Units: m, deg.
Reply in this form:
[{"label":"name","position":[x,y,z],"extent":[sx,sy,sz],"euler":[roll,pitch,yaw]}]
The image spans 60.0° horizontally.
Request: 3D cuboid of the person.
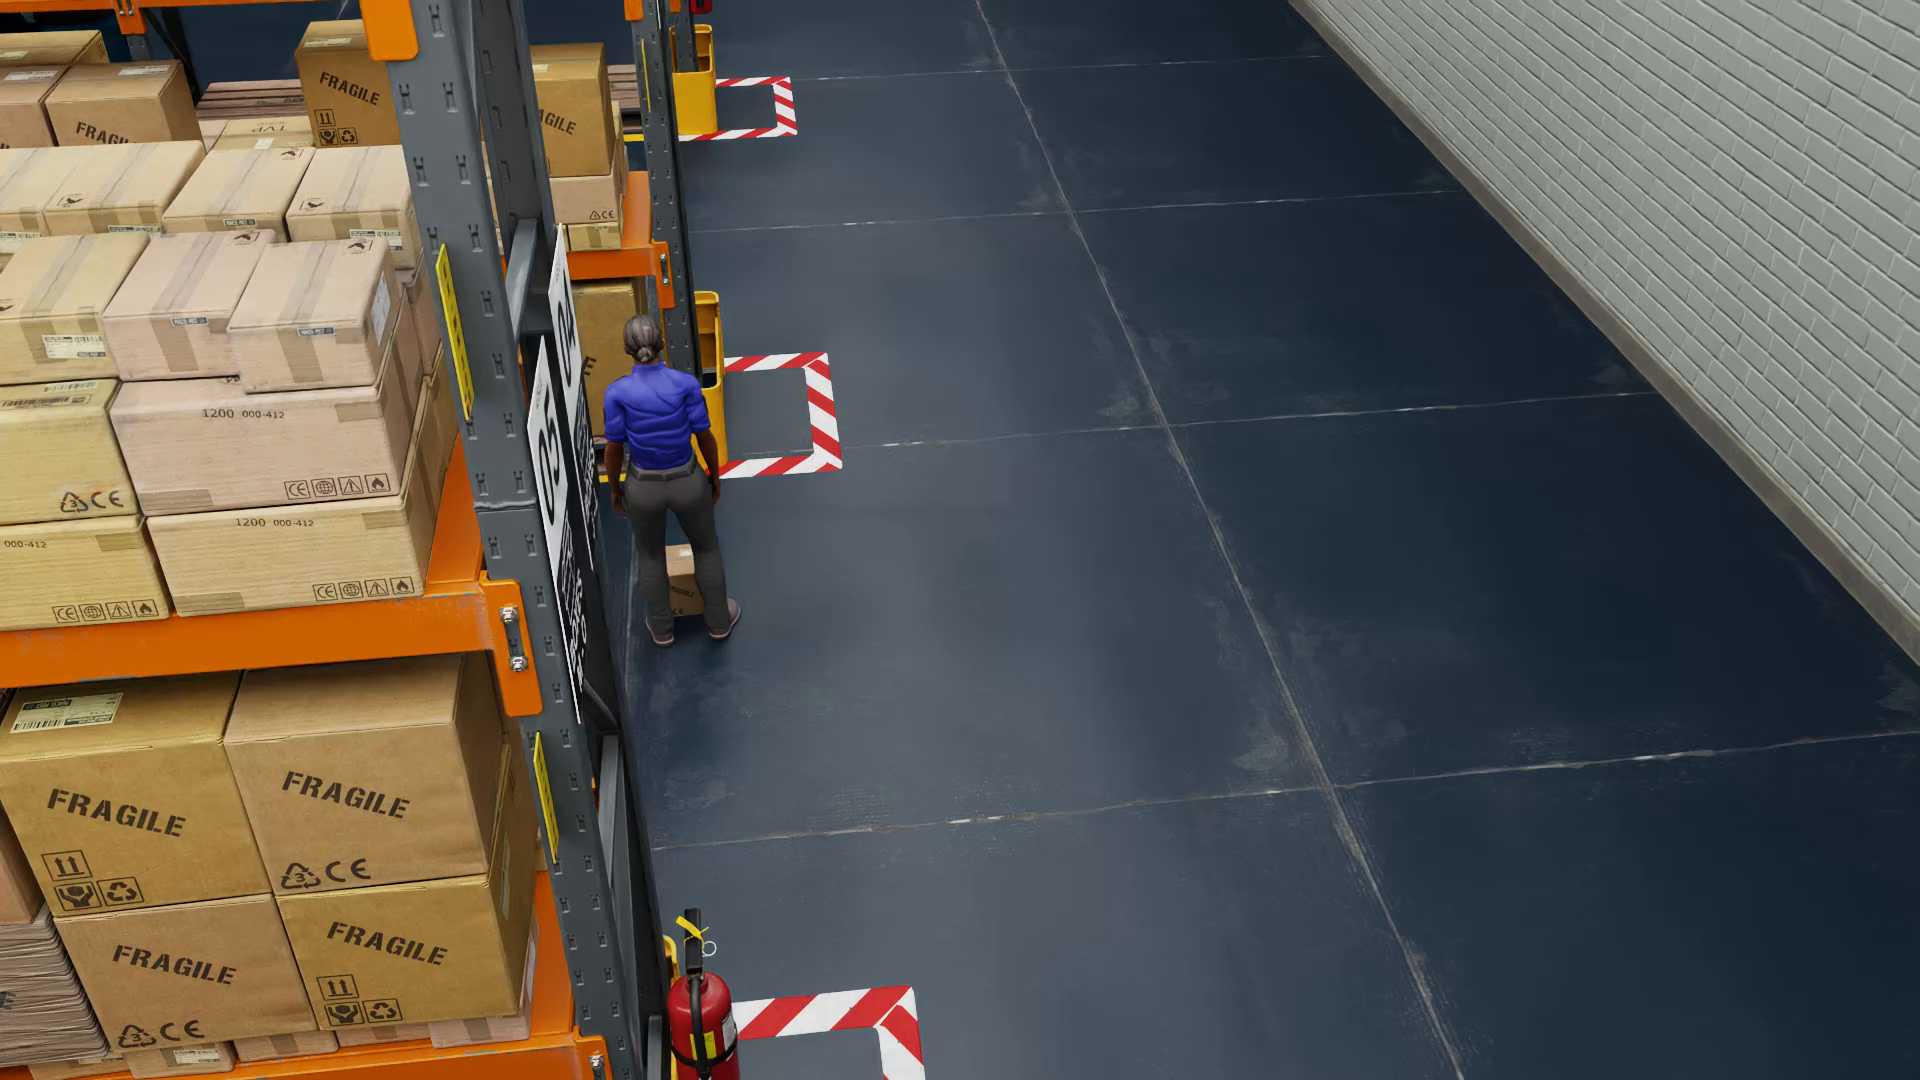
[{"label":"person","position":[-1.313,-0.246,7.501],"extent":[0.532,1.655,0.349],"euler":[-6,35,-9]}]
